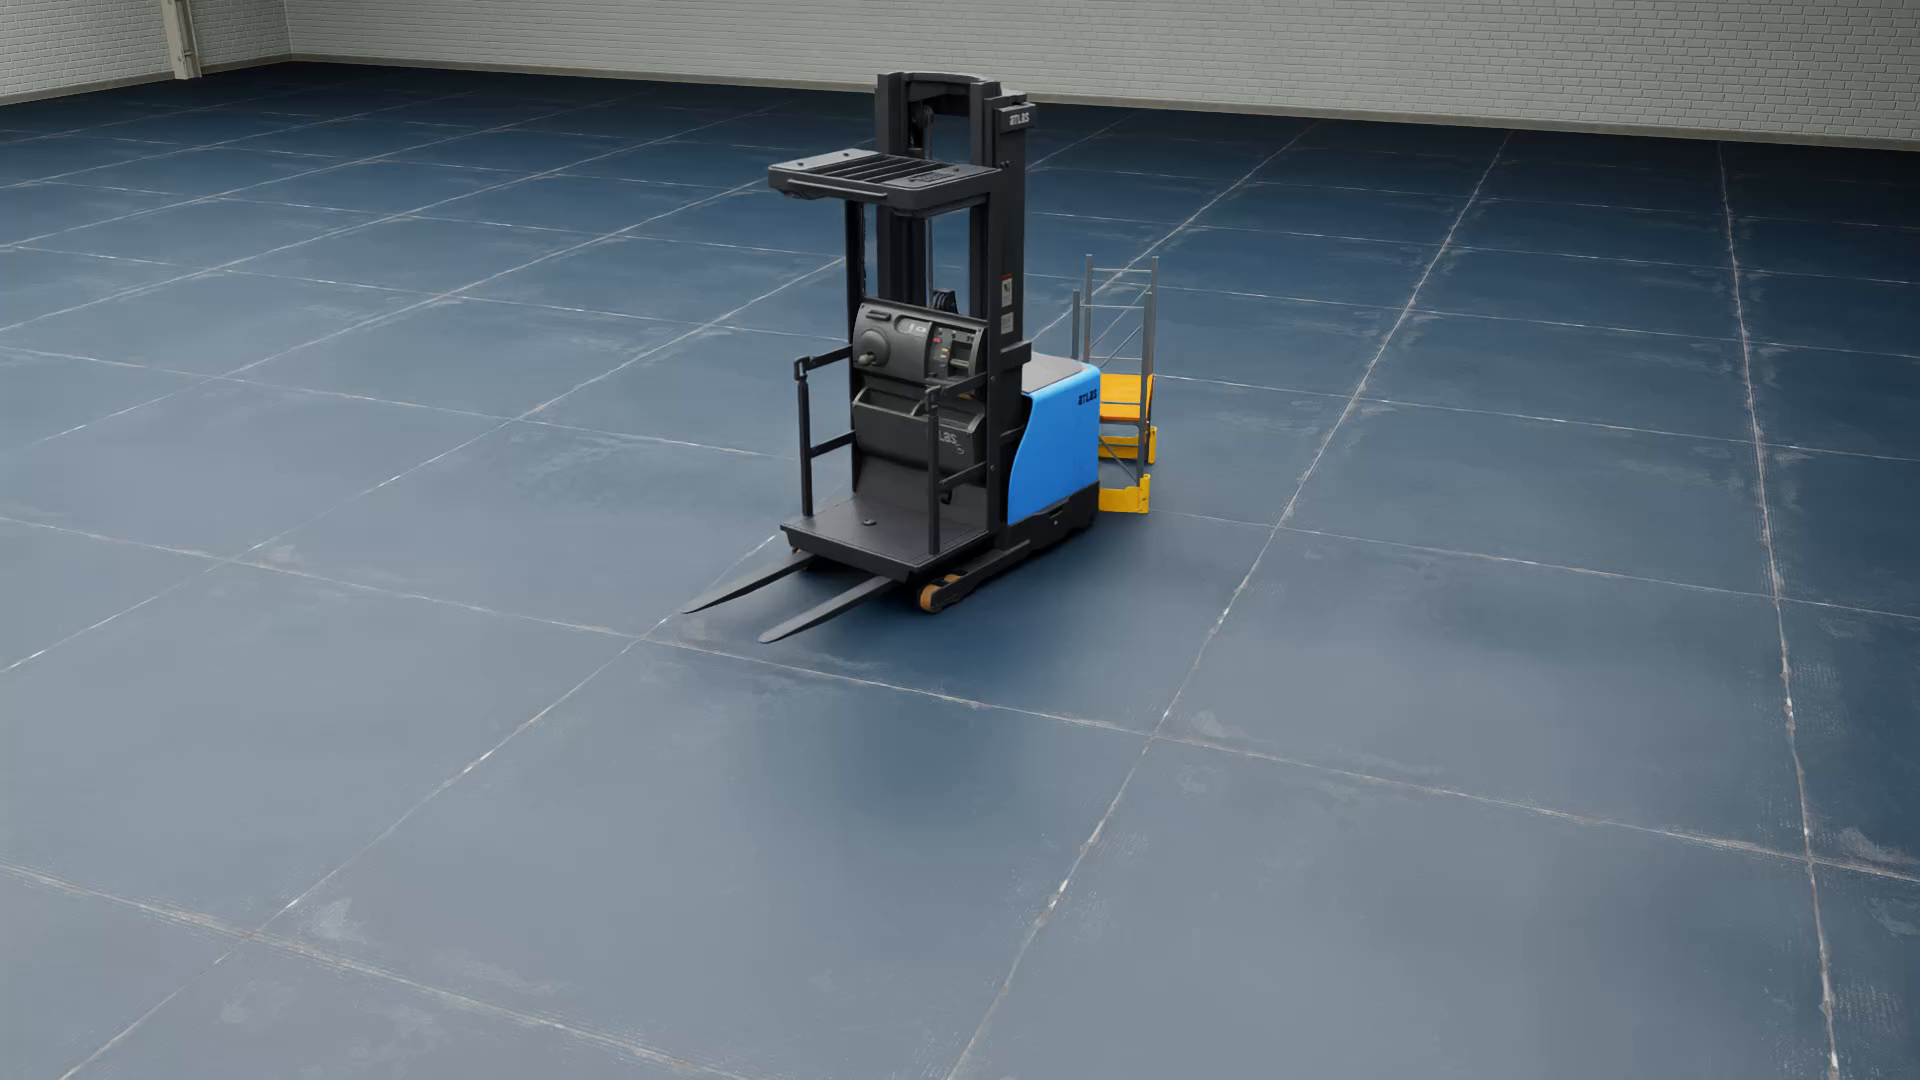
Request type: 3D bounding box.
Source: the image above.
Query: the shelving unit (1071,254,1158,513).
[{"bbox_3d":[1.054,-1.092,11.419,0.587,1.500,1.083,3,23,8],"label":"shelving unit"}]

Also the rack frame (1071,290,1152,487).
[{"bbox_3d":[0.978,-0.902,10.964,0.500,1.500,0.032,3,23,8],"label":"rack frame"}]

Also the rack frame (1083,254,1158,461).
[{"bbox_3d":[1.132,-1.289,11.891,0.500,1.500,0.032,3,23,8],"label":"rack frame"}]

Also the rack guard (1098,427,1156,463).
[{"bbox_3d":[1.129,-0.705,12.114,0.587,0.250,0.087,3,23,8],"label":"rack guard"}]

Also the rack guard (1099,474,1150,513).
[{"bbox_3d":[0.978,-0.326,11.206,0.587,0.250,0.087,3,23,8],"label":"rack guard"}]

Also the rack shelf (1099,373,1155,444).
[{"bbox_3d":[1.055,-0.930,11.497,0.538,0.185,1.000,3,23,8],"label":"rack shelf"}]

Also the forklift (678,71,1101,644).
[{"bbox_3d":[-0.380,-1.138,9.673,1.130,2.935,3.031,17,28,34],"label":"forklift"}]

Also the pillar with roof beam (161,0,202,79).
[{"bbox_3d":[-10.919,-12.470,28.929,9.100,9.000,0.400,9,24,20],"label":"pillar with roof beam"}]
